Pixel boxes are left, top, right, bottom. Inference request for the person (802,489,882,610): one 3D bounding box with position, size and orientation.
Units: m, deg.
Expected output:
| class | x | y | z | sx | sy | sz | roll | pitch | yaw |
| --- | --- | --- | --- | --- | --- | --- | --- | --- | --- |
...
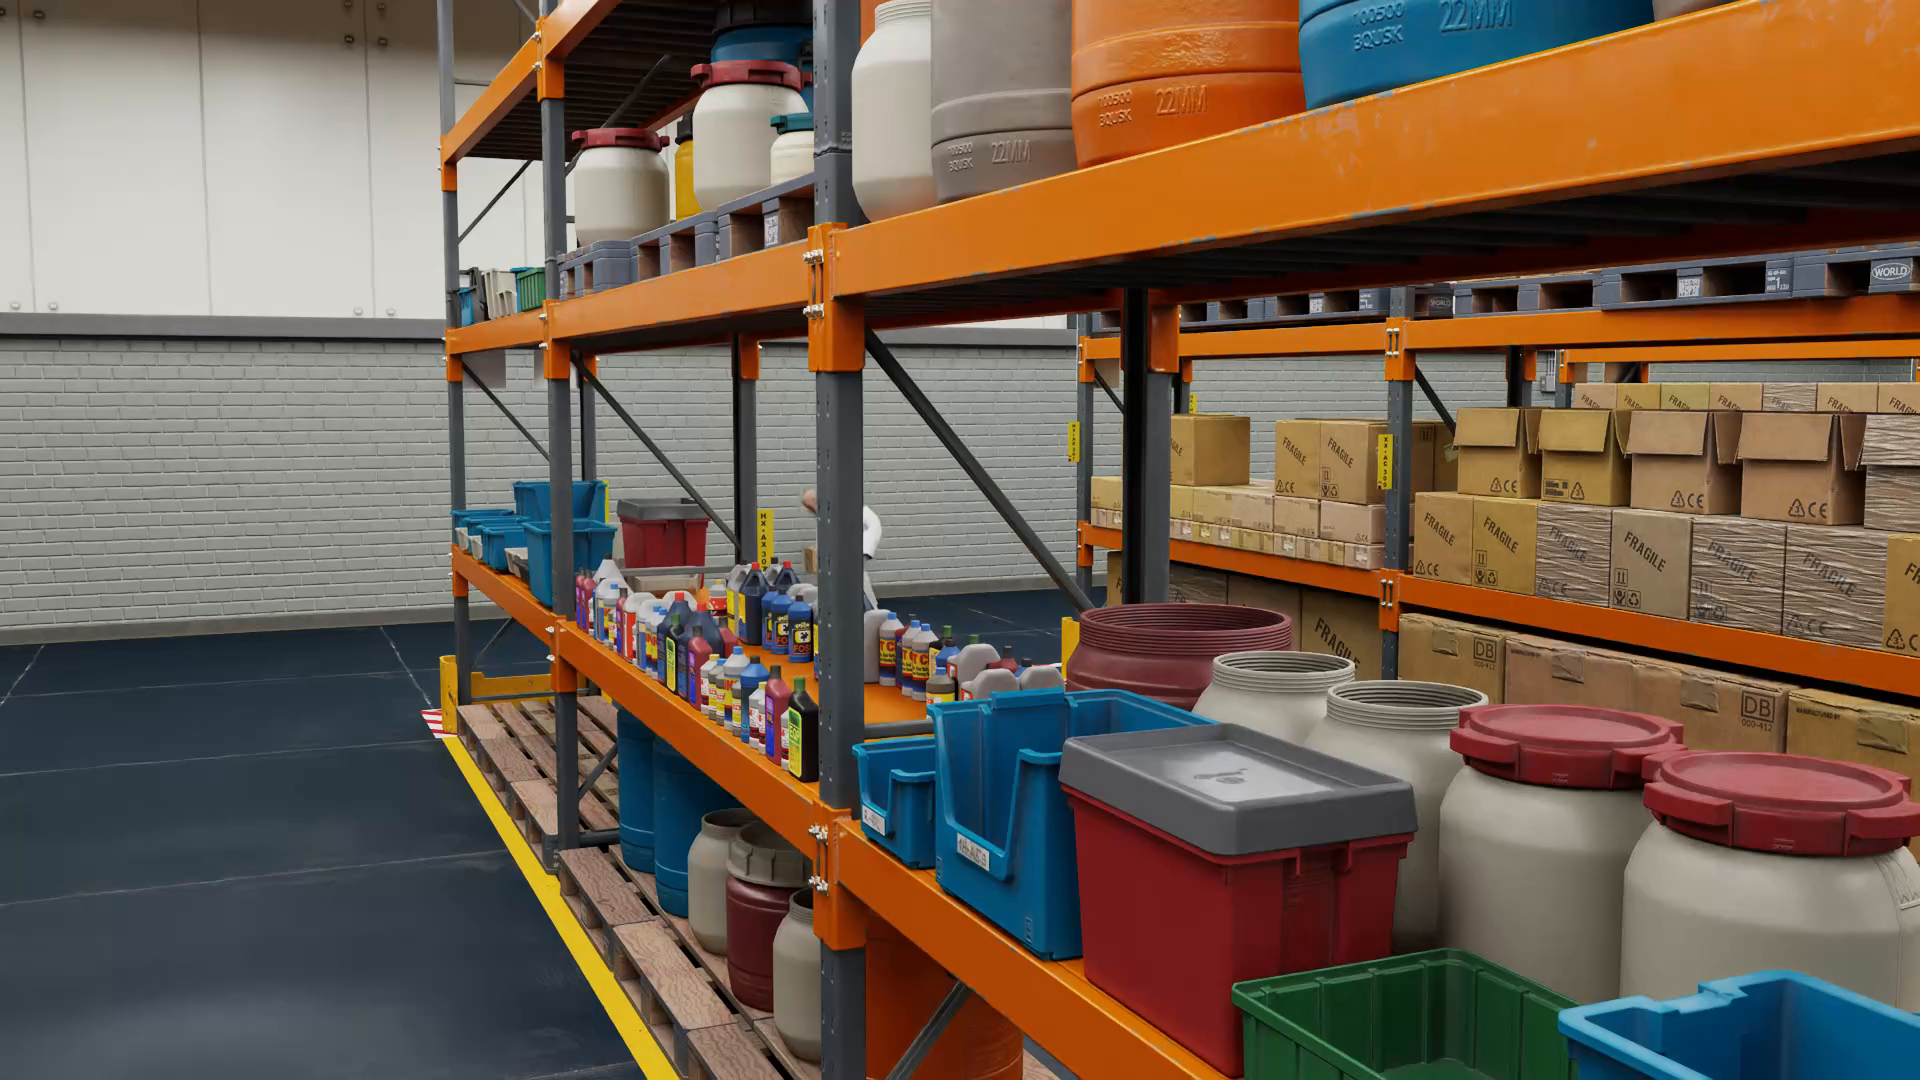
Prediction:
| class | x | y | z | sx | sy | sz | roll | pitch | yaw |
| --- | --- | --- | --- | --- | --- | --- | --- | --- | --- |
| person | -1.272 | 0.123 | 17.767 | 0.890 | 1.339 | 0.567 | -3 | 6 | -26 |
